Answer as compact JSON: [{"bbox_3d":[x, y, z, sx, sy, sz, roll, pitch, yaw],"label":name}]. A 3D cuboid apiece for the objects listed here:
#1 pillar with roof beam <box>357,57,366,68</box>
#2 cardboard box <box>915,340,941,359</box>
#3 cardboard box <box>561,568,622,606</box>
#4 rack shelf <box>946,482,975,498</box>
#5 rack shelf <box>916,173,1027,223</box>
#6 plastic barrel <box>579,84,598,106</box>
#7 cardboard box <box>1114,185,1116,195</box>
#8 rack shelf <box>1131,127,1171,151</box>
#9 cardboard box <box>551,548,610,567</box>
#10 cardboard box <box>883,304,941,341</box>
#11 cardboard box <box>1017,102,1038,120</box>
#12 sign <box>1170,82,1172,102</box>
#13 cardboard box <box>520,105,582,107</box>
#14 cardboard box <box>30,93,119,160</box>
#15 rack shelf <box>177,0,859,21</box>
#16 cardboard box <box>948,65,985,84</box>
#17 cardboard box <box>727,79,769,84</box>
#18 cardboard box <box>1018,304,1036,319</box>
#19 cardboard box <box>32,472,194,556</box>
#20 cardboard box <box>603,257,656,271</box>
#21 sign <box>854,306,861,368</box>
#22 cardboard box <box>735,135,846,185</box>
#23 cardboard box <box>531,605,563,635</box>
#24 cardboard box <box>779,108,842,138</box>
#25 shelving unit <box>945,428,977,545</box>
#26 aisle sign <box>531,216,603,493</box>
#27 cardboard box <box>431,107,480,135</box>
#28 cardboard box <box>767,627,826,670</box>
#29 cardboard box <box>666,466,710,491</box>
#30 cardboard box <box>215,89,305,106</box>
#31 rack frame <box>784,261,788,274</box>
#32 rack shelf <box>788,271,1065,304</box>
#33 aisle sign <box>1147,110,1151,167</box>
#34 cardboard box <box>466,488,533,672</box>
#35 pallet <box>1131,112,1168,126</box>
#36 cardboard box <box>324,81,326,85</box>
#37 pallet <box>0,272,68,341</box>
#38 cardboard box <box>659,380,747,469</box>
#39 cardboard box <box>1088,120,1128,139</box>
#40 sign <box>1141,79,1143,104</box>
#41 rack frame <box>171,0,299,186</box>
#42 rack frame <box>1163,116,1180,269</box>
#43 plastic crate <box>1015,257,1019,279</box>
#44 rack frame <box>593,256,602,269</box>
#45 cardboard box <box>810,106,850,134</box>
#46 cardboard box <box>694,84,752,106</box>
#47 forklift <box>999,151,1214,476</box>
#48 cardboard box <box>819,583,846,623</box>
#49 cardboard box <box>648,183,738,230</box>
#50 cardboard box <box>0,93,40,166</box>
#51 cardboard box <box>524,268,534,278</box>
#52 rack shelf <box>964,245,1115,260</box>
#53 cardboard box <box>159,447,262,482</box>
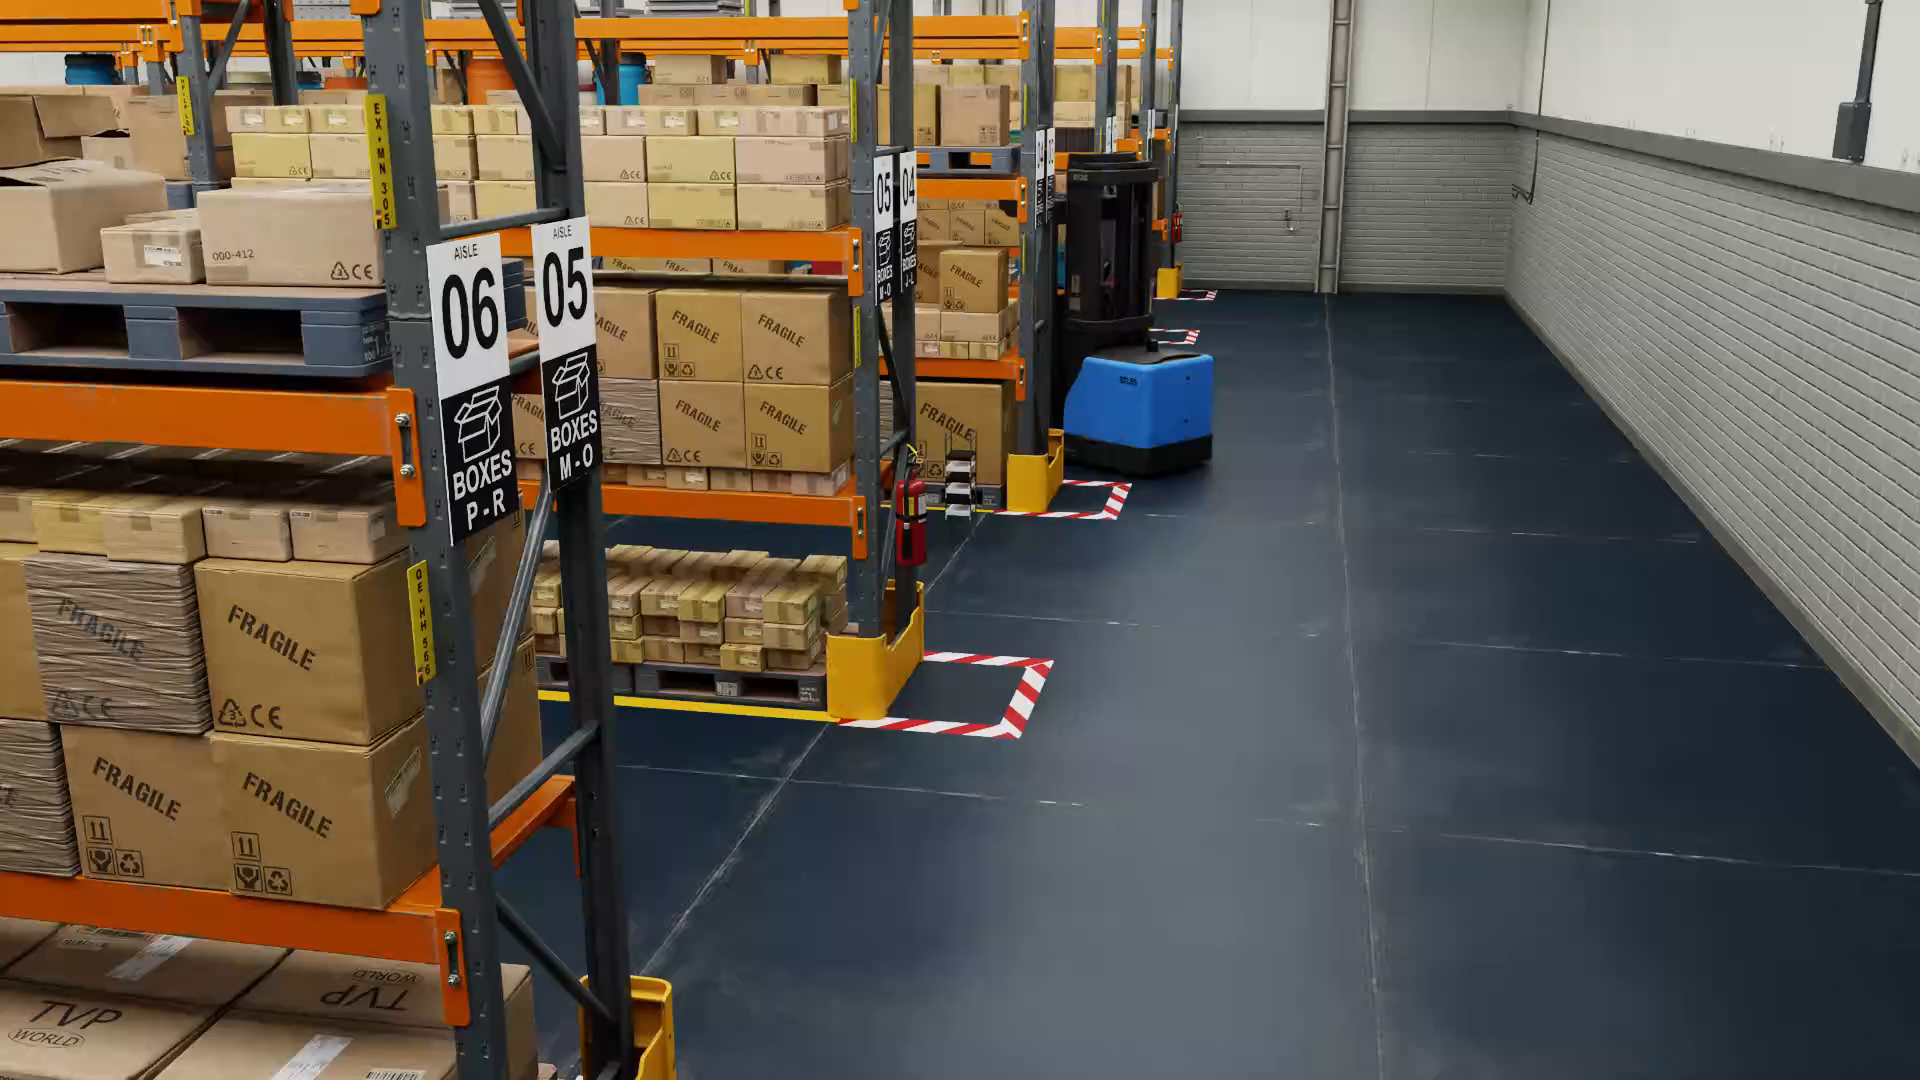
[{"bbox_3d":[-12.062,-8.532,27.436,0.400,9.000,9.100,3,16,11],"label":"pillar with roof beam"},{"bbox_3d":[-0.261,-1.678,14.403,0.250,0.149,0.380,3,16,11],"label":"cardboard box"},{"bbox_3d":[-2.267,0.293,10.253,0.250,0.149,0.380,3,16,9],"label":"cardboard box"},{"bbox_3d":[0.008,-0.401,13.379,0.200,0.077,0.258,3,16,11],"label":"rack shelf"},{"bbox_3d":[-1.304,-3.045,14.594,4.000,0.370,1.077,3,16,11],"label":"rack shelf"},{"bbox_3d":[-4.430,-5.219,20.055,0.433,0.535,0.433,0,15,0],"label":"plastic barrel"},{"bbox_3d":[2.142,-4.913,23.547,0.500,0.500,0.500,3,16,11],"label":"cardboard box"},{"bbox_3d":[1.657,-6.932,28.627,4.000,0.370,1.077,3,16,11],"label":"rack shelf"},{"bbox_3d":[-2.437,0.167,10.708,0.250,0.149,0.380,3,16,11],"label":"cardboard box"},{"bbox_3d":[-0.369,-1.894,14.435,0.500,0.250,0.500,3,16,10],"label":"cardboard box"},{"bbox_3d":[1.100,-6.060,23.475,0.500,0.250,0.500,3,16,11],"label":"cardboard box"},{"bbox_3d":[3.495,-7.420,27.529,0.005,0.325,0.100,3,16,11],"label":"sign"},{"bbox_3d":[-2.466,-2.551,10.062,0.250,0.149,0.380,3,16,10],"label":"cardboard box"},{"bbox_3d":[-5.839,-2.574,10.568,0.637,0.503,0.797,3,16,10],"label":"cardboard box"},{"bbox_3d":[-2.392,-3.197,9.529,4.000,0.370,1.077,3,16,11],"label":"rack shelf"},{"bbox_3d":[0.150,-6.515,23.712,0.500,0.500,0.700,3,16,11],"label":"cardboard box"},{"bbox_3d":[-3.073,-6.504,24.573,0.600,0.600,0.600,2,16,9],"label":"cardboard box"},{"bbox_3d":[1.126,-3.341,24.259,0.500,0.250,0.500,3,16,11],"label":"cardboard box"},{"bbox_3d":[-2.473,-0.080,4.885,0.250,0.149,0.380,3,16,12],"label":"cardboard box"},{"bbox_3d":[-2.846,-2.392,14.829,0.500,0.500,0.500,3,16,11],"label":"cardboard box"},{"bbox_3d":[-0.562,-1.114,9.132,0.005,0.325,0.100,3,16,11],"label":"sign"},{"bbox_3d":[-0.934,-2.120,9.250,0.500,0.250,0.500,3,16,9],"label":"cardboard box"},{"bbox_3d":[-2.549,0.450,10.245,0.250,0.149,0.380,3,16,12],"label":"cardboard box"},{"bbox_3d":[-0.816,-2.295,9.135,0.250,0.149,0.380,3,16,11],"label":"cardboard box"},{"bbox_3d":[0.008,-0.433,13.370,0.210,0.900,0.258,3,16,11],"label":"shelving unit"},{"bbox_3d":[-1.191,-0.572,5.068,0.004,0.787,0.394,3,16,11],"label":"aisle sign"},{"bbox_3d":[-2.836,-2.405,9.535,0.250,0.149,0.380,4,16,14],"label":"cardboard box"},{"bbox_3d":[-0.989,0.651,10.078,0.250,0.149,0.380,3,16,12],"label":"cardboard box"},{"bbox_3d":[-1.547,-0.410,9.822,0.250,0.149,0.380,4,16,13],"label":"cardboard box"},{"bbox_3d":[-6.572,-3.949,15.531,0.637,0.503,0.797,4,16,14],"label":"cardboard box"},{"bbox_3d":[-2.277,-3.348,19.959,0.127,3.000,1.000,3,16,11],"label":"rack frame"},{"bbox_3d":[-0.317,-2.895,19.671,4.000,0.370,1.077,3,16,11],"label":"rack shelf"},{"bbox_3d":[2.639,-5.600,23.219,0.004,0.787,0.394,3,16,11],"label":"aisle sign"},{"bbox_3d":[-1.733,0.123,5.369,0.500,0.500,0.500,3,16,10],"label":"cardboard box"},{"bbox_3d":[2.888,-7.166,28.291,1.213,0.211,1.003,3,16,11],"label":"pallet"},{"bbox_3d":[-9.567,-6.929,26.030,0.500,0.500,0.500,4,16,16],"label":"cardboard box"},{"bbox_3d":[-3.248,-0.751,5.131,1.213,0.211,1.003,3,16,11],"label":"pallet"},{"bbox_3d":[-1.427,-0.724,9.743,0.500,0.500,0.500,3,16,10],"label":"cardboard box"},{"bbox_3d":[2.077,-5.762,23.338,0.500,0.250,0.500,3,16,11],"label":"cardboard box"},{"bbox_3d":[2.503,-6.159,22.830,0.005,0.325,0.100,3,16,11],"label":"sign"},{"bbox_3d":[-4.352,-3.651,9.816,0.127,3.000,1.000,3,16,11],"label":"rack frame"},{"bbox_3d":[3.617,-5.727,28.547,0.127,3.000,1.000,3,16,11],"label":"rack frame"},{"bbox_3d":[0.821,-3.218,19.690,0.300,0.233,0.416,3,16,11],"label":"plastic crate"},{"bbox_3d":[-3.264,-2.052,15.282,0.127,3.000,1.000,3,16,11],"label":"rack frame"},{"bbox_3d":[-0.704,-2.431,9.626,0.250,0.149,0.380,3,16,11],"label":"cardboard box"},{"bbox_3d":[-1.959,-3.741,14.598,0.500,0.500,0.700,4,16,14],"label":"cardboard box"},{"bbox_3d":[1.070,-2.339,16.447,1.130,2.935,3.031,-14,21,-41],"label":"forklift"},{"bbox_3d":[-0.894,0.386,10.477,0.250,0.149,0.380,4,16,13],"label":"cardboard box"},{"bbox_3d":[-1.432,-1.901,9.397,0.500,0.250,0.500,3,16,11],"label":"cardboard box"},{"bbox_3d":[-3.265,-1.138,5.201,0.500,0.500,0.500,3,16,12],"label":"cardboard box"},{"bbox_3d":[-2.831,-1.422,10.390,0.500,0.500,0.500,4,16,13],"label":"cardboard box"},{"bbox_3d":[0.673,-4.190,24.349,4.000,0.370,1.077,3,16,11],"label":"rack shelf"},{"bbox_3d":[-2.376,-0.229,5.426,0.250,0.149,0.380,3,16,9],"label":"cardboard box"}]
